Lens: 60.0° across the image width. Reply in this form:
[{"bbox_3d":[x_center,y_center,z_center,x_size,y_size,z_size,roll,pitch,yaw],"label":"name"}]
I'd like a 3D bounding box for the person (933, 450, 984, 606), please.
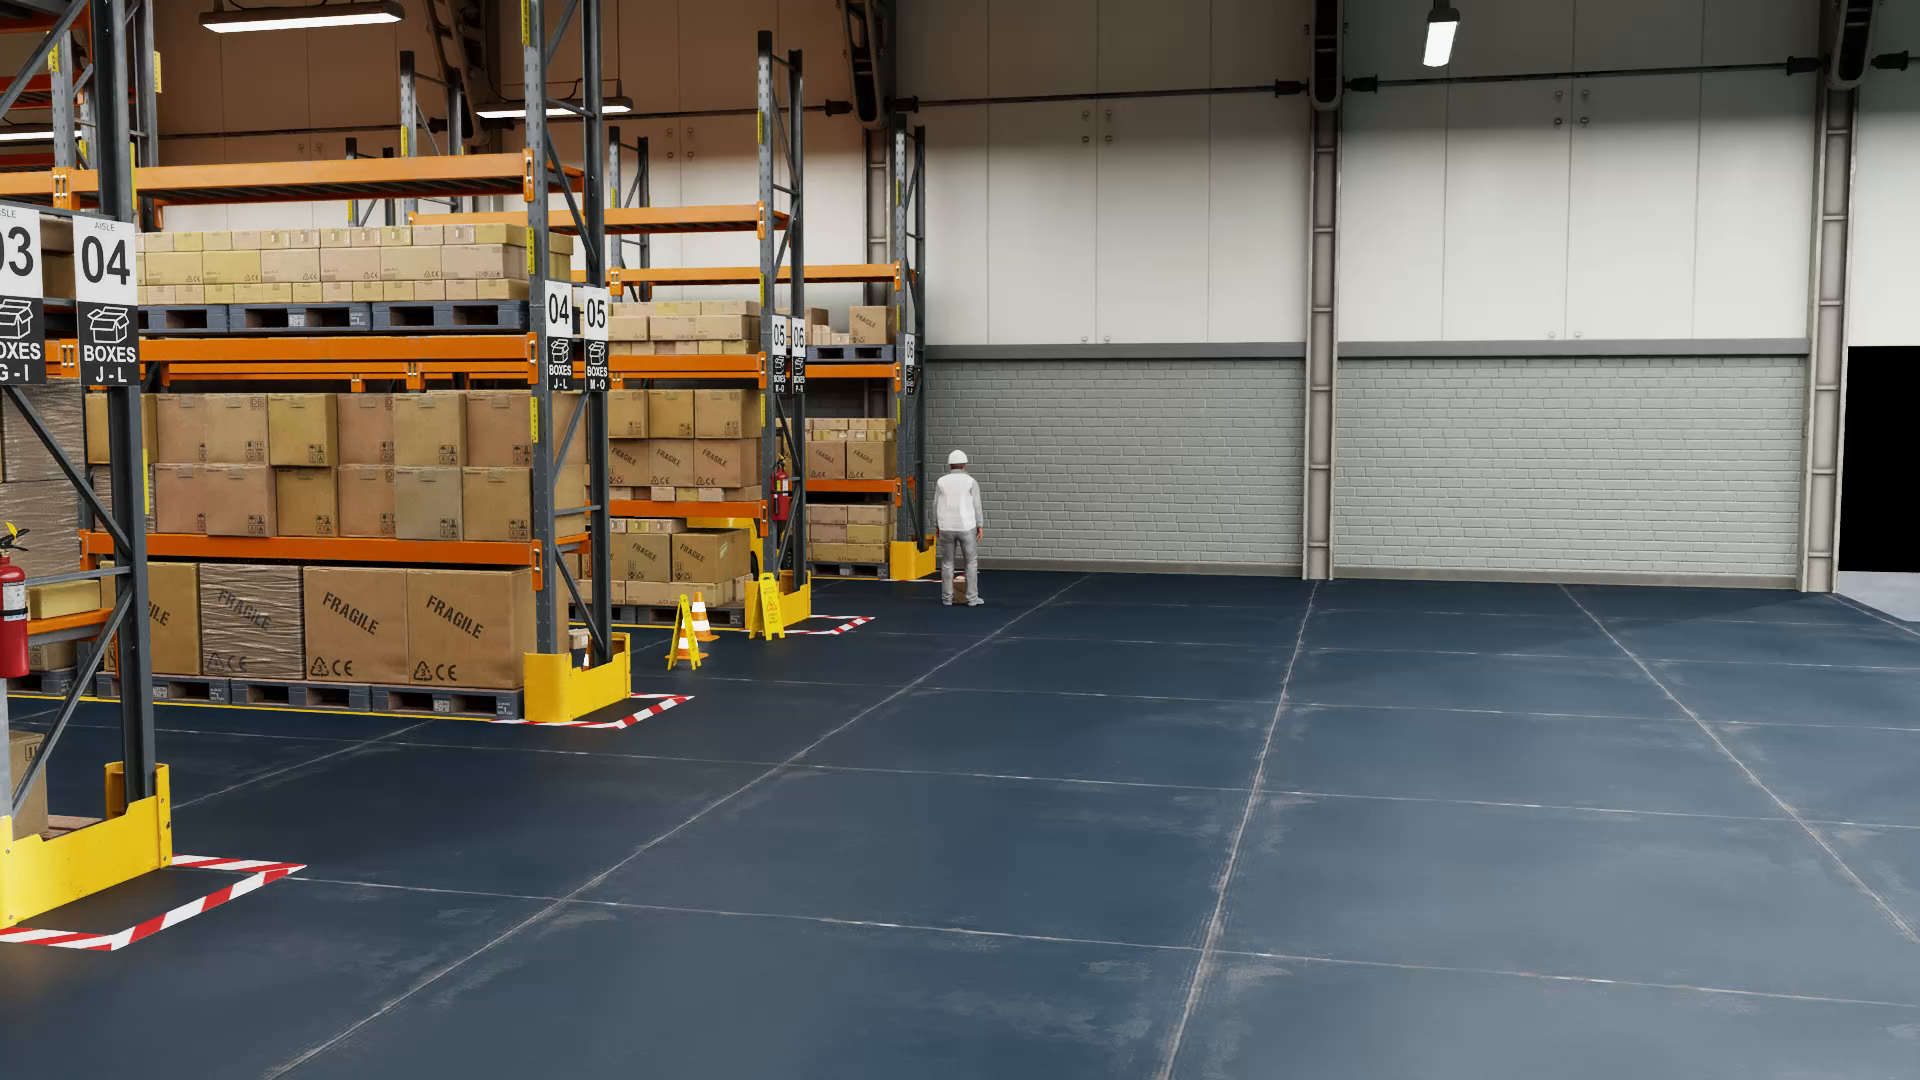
[{"bbox_3d":[-0.020,-0.141,19.031,0.581,1.772,0.460,1,5,14],"label":"person"}]
